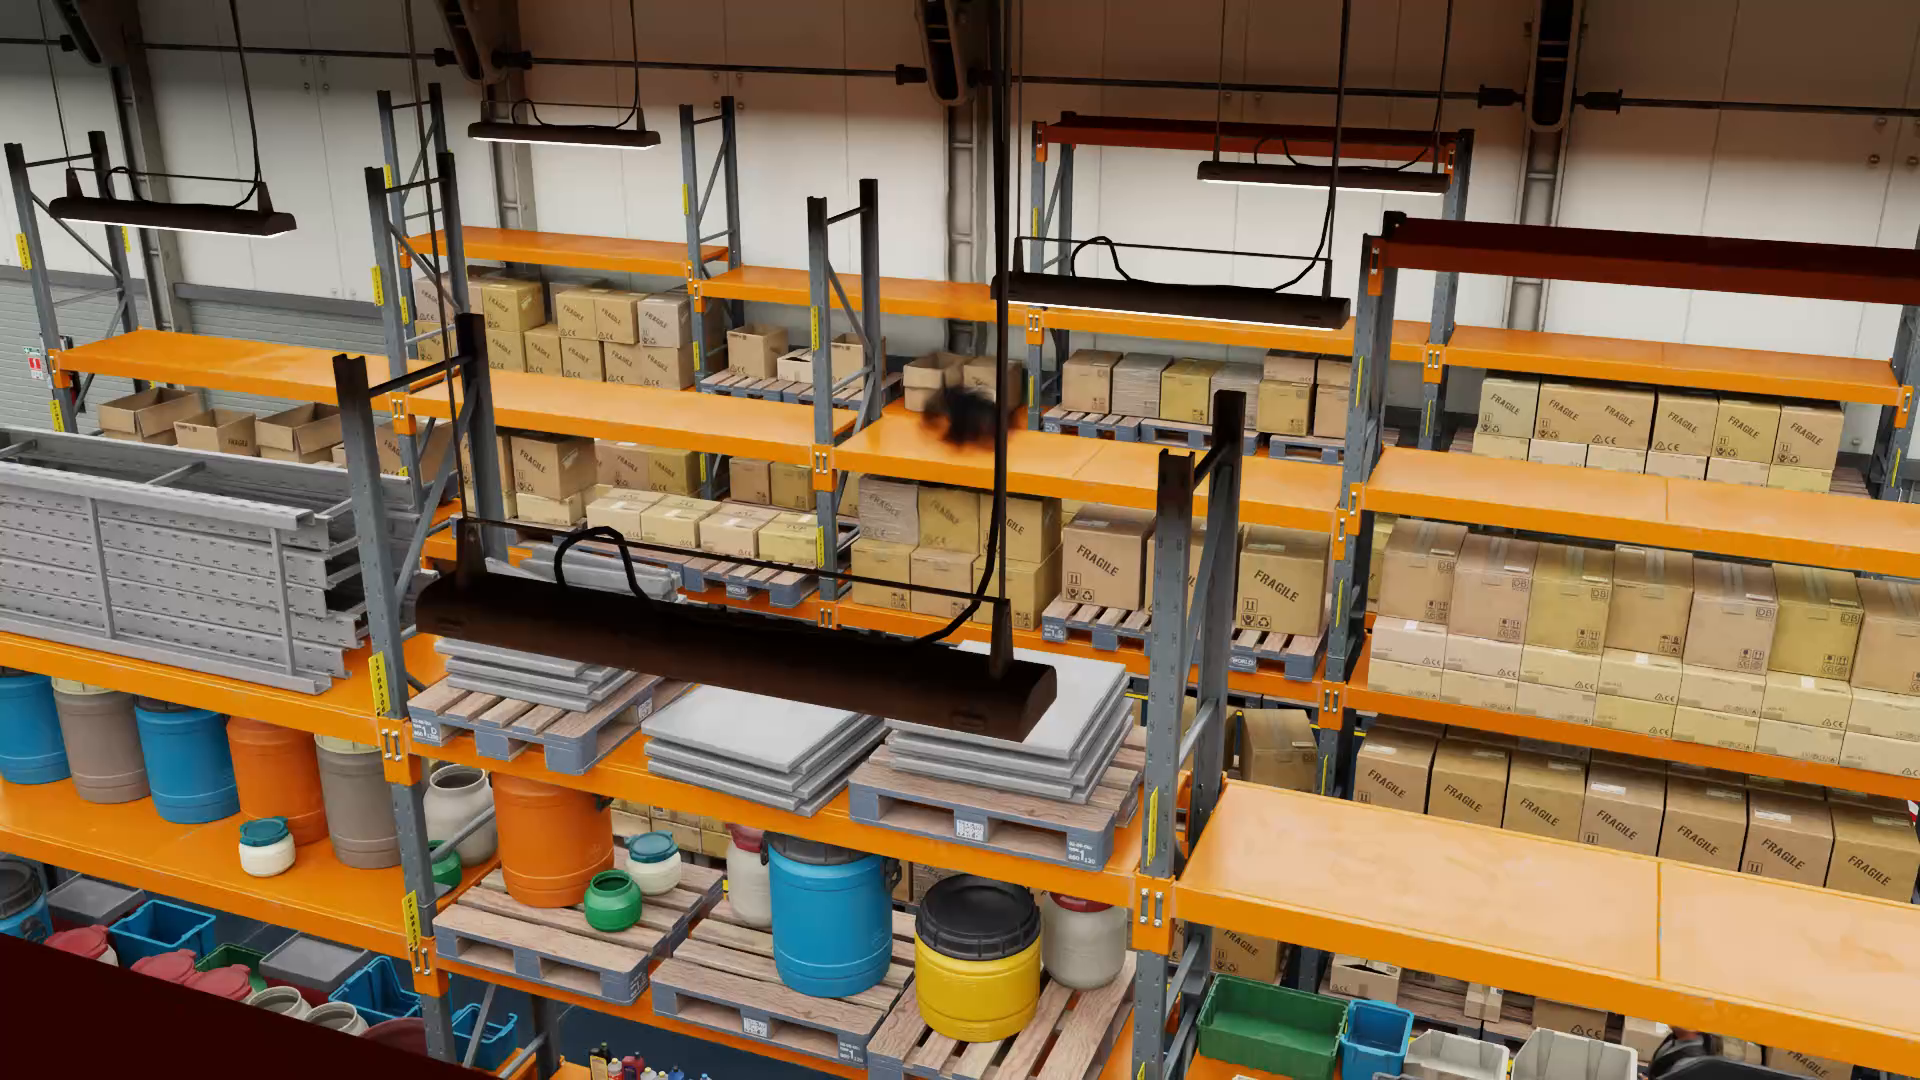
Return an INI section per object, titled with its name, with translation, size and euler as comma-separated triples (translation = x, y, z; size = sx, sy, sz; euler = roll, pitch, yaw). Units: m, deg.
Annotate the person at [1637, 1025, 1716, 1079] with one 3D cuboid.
[person]
translation = 4.487, 3.657, 10.403
size = 0.714, 1.781, 0.650
euler = 3, 21, 7
